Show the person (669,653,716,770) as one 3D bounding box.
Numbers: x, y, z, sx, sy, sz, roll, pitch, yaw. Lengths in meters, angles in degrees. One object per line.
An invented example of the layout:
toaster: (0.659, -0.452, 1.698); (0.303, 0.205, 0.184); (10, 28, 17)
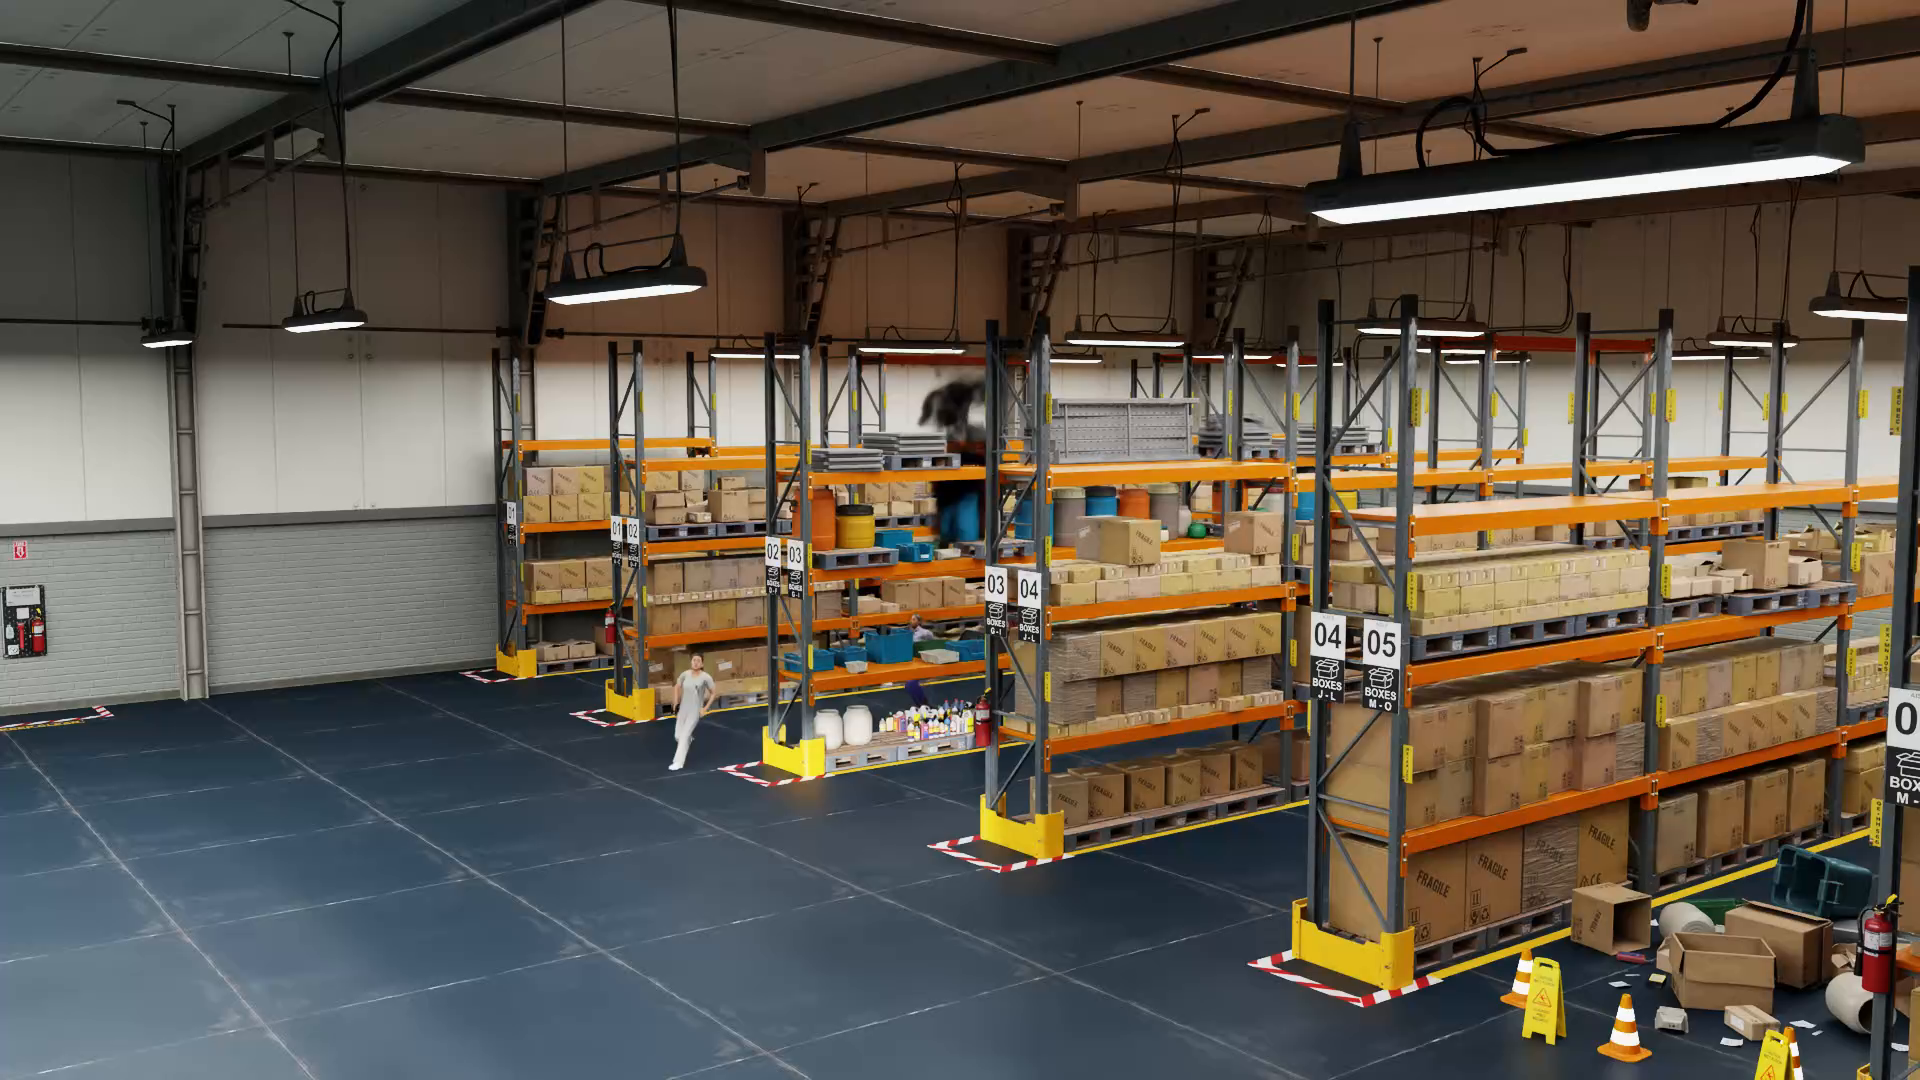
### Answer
person: (-3.673, 2.346, 22.971); (0.603, 1.598, 0.643); (1, 5, 10)

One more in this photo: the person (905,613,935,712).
person: (-0.757, 1.997, 26.865); (0.591, 1.618, 0.576); (5, 7, 43)

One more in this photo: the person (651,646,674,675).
person: (-5.224, 1.802, 28.616); (0.566, 1.705, 0.841); (5, 7, 44)

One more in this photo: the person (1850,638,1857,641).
person: (12.818, 2.231, 24.043); (0.648, 1.628, 0.554); (-4, 7, -40)
